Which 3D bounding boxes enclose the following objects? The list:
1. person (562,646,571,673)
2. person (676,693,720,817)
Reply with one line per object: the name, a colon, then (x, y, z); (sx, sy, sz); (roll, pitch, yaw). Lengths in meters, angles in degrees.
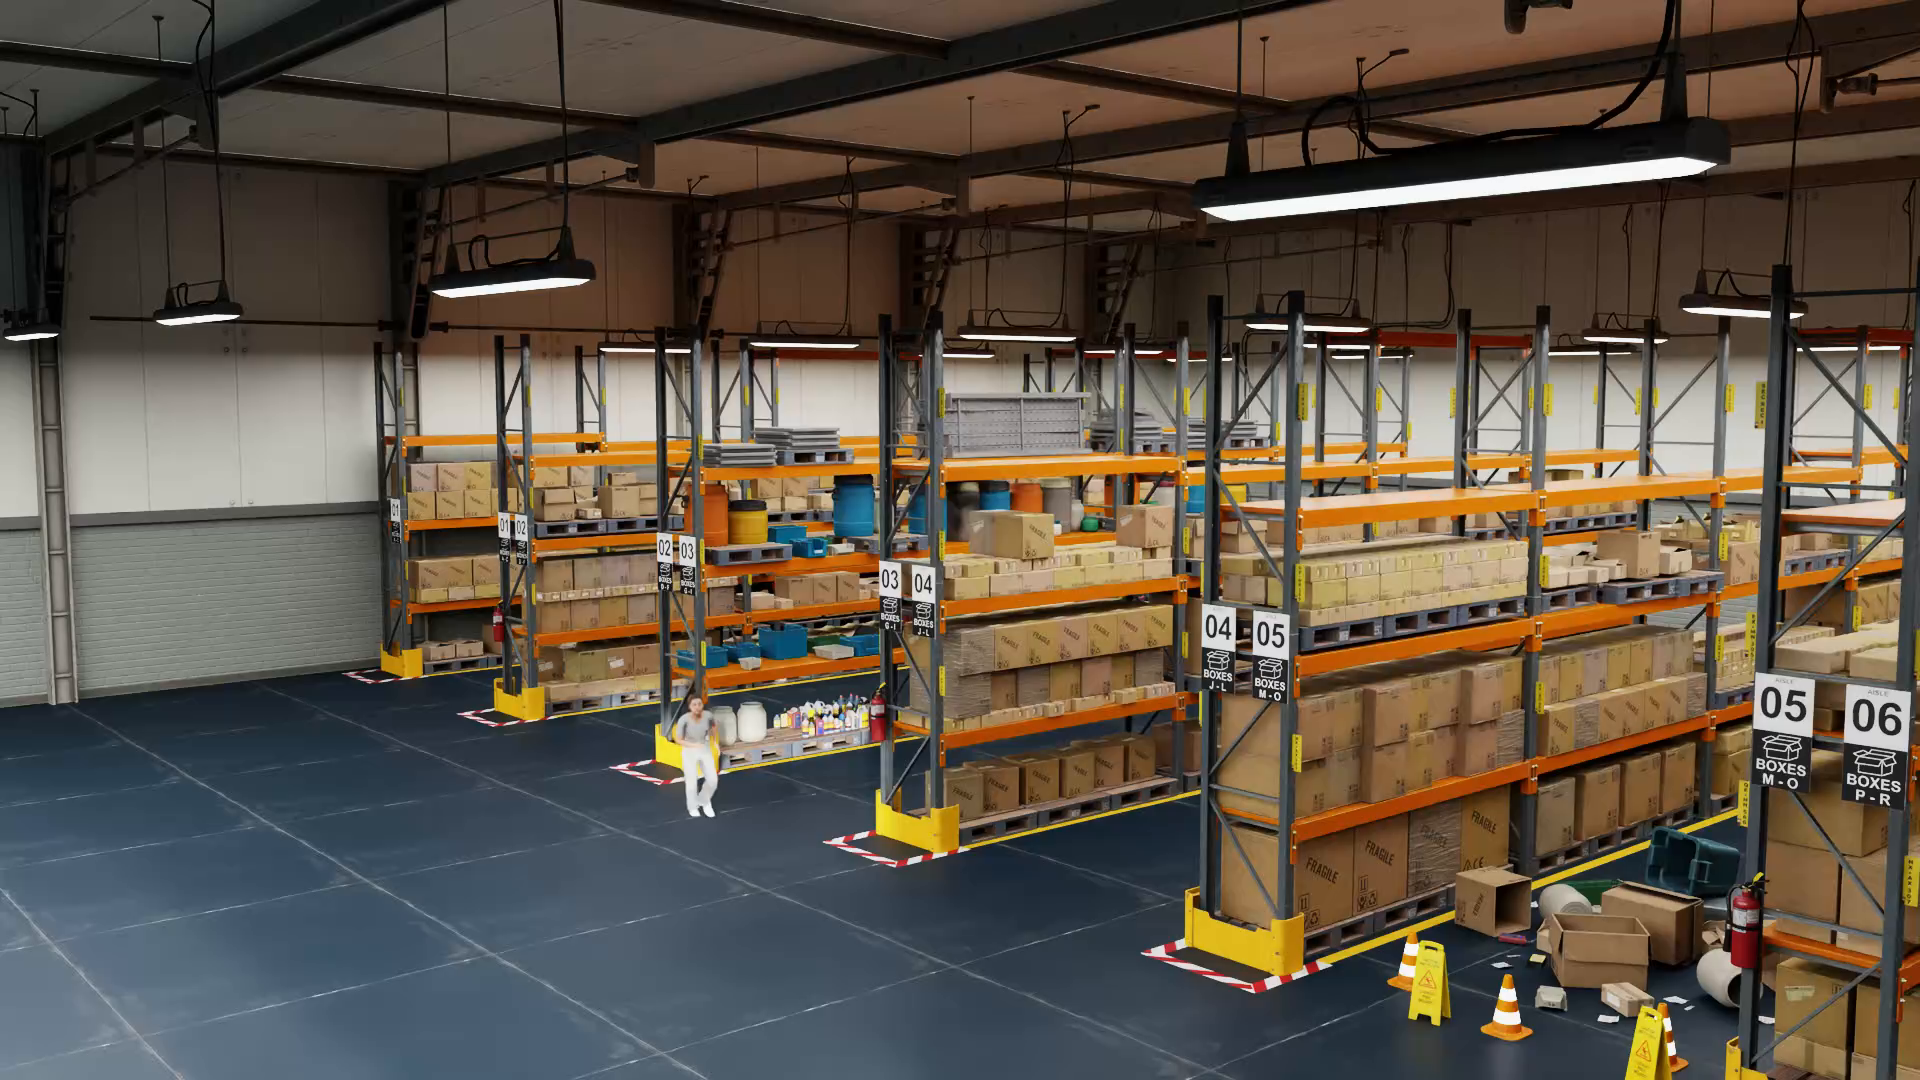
person: (-6.792, 1.657, 29.035); (0.661, 1.744, 0.962); (3, 6, 27)
person: (-3.113, 2.575, 19.804); (0.555, 1.561, 0.856); (-2, 5, -17)
